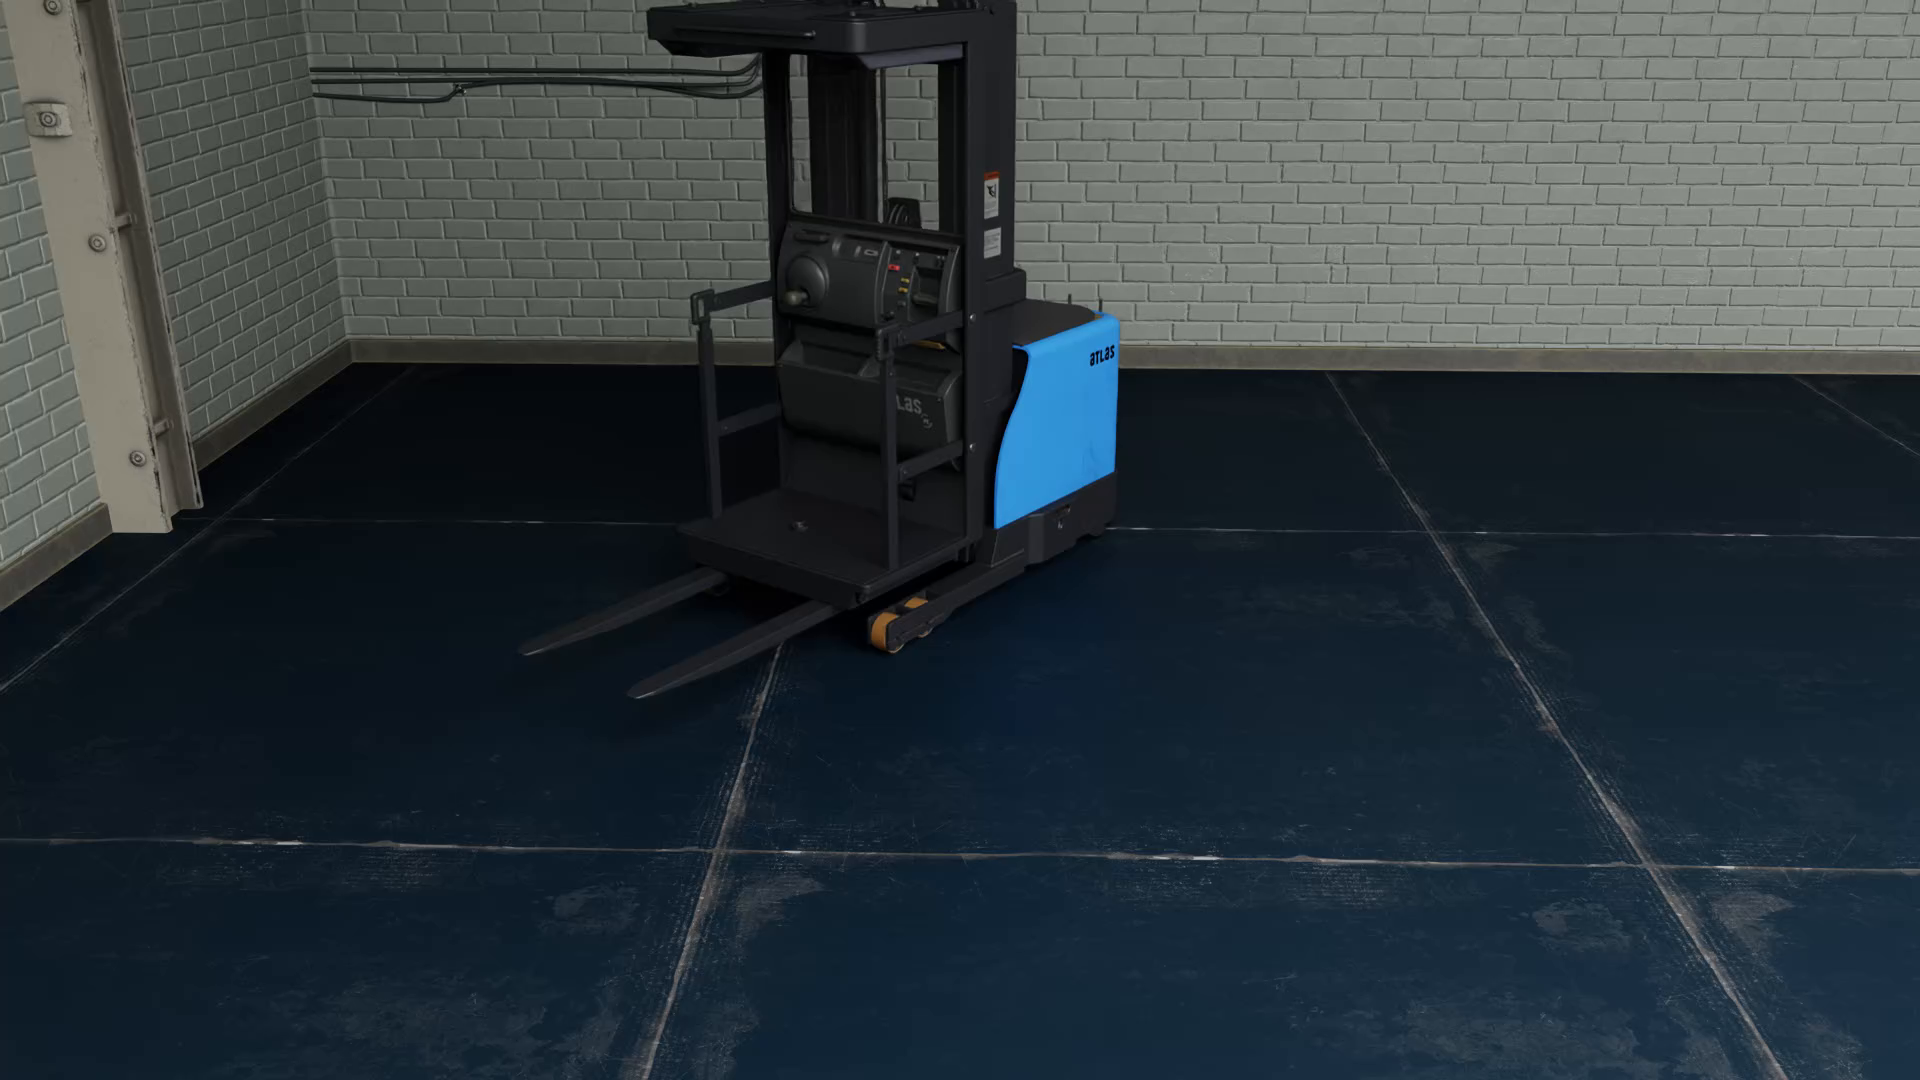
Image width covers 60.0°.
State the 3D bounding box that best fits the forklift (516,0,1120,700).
[{"bbox_3d":[-0.519,-1.102,6.816,1.130,2.935,3.031,15,26,34],"label":"forklift"}]

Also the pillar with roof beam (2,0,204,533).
[{"bbox_3d":[0.287,-4.256,6.558,9.100,9.000,0.400,1,21,2],"label":"pillar with roof beam"}]

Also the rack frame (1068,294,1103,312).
[{"bbox_3d":[0.620,-0.716,8.423,0.200,1.050,0.008,15,26,34],"label":"rack frame"}]

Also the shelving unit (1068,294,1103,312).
[{"bbox_3d":[0.547,-0.681,8.331,0.215,1.050,0.252,15,26,34],"label":"shelving unit"}]

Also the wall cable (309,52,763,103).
[{"bbox_3d":[-2.605,-3.906,9.949,3.097,2.526,0.112,1,21,2],"label":"wall cable"}]
